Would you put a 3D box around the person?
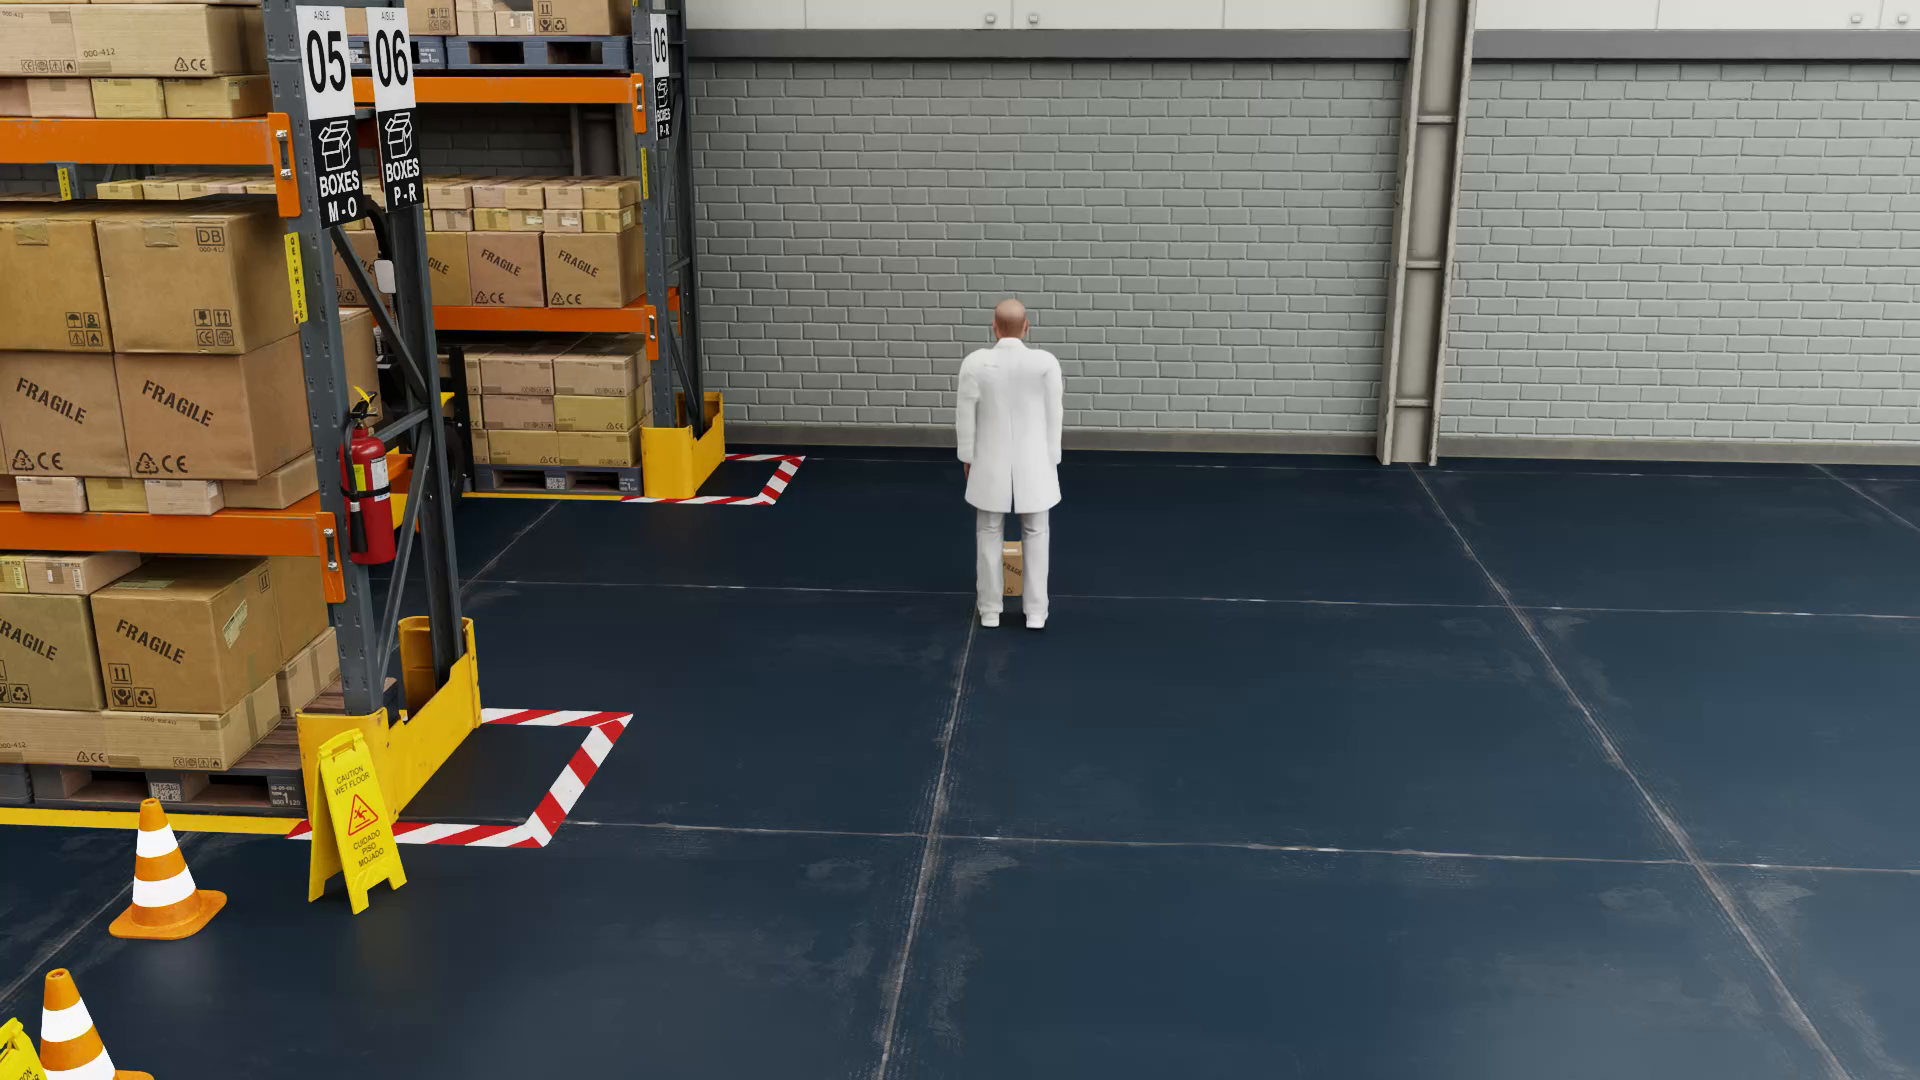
[{"bbox_3d":[0.264,-0.405,8.914,0.567,1.770,0.378,2,17,5],"label":"person"}]
